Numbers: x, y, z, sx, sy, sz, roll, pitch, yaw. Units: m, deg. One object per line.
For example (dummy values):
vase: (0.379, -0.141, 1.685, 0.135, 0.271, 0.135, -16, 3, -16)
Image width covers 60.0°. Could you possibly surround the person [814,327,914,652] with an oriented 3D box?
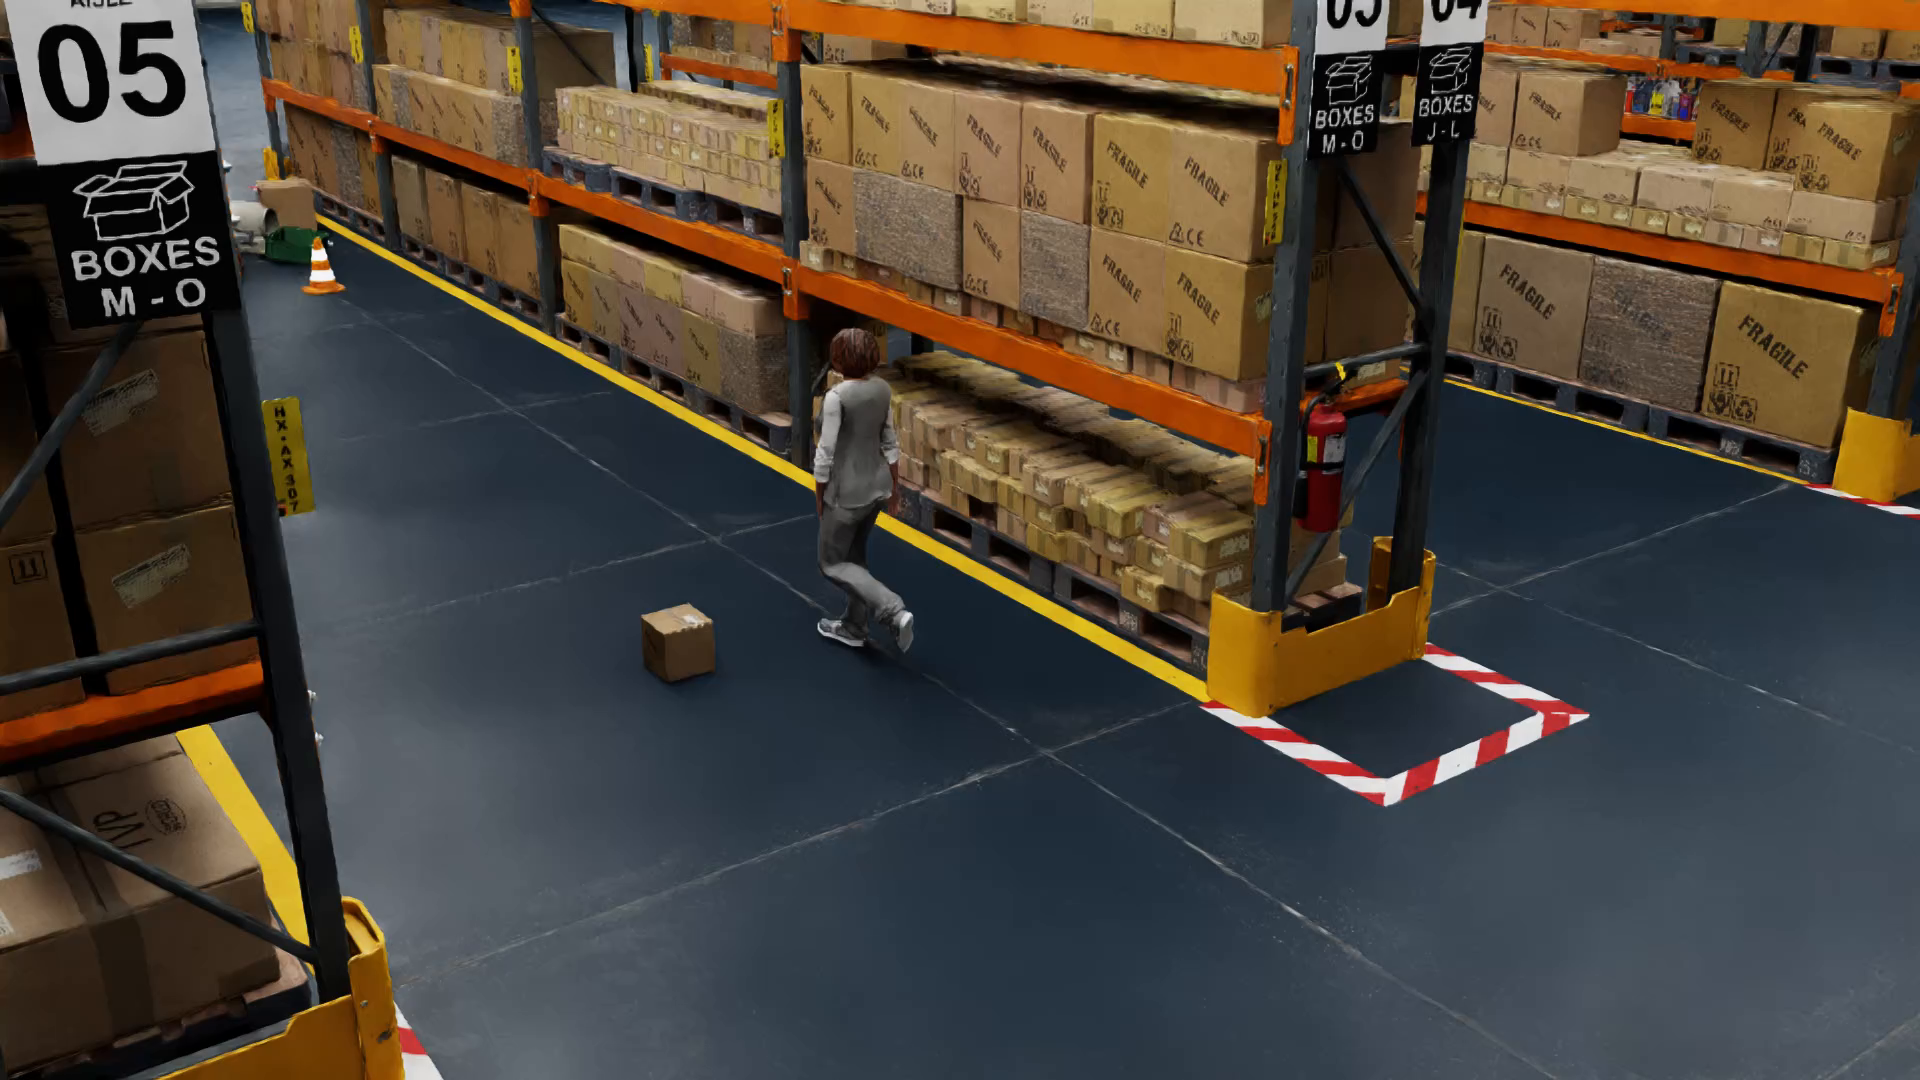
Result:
person: (-0.438, -0.190, 7.582, 0.667, 1.559, 0.440, 17, 27, 36)
